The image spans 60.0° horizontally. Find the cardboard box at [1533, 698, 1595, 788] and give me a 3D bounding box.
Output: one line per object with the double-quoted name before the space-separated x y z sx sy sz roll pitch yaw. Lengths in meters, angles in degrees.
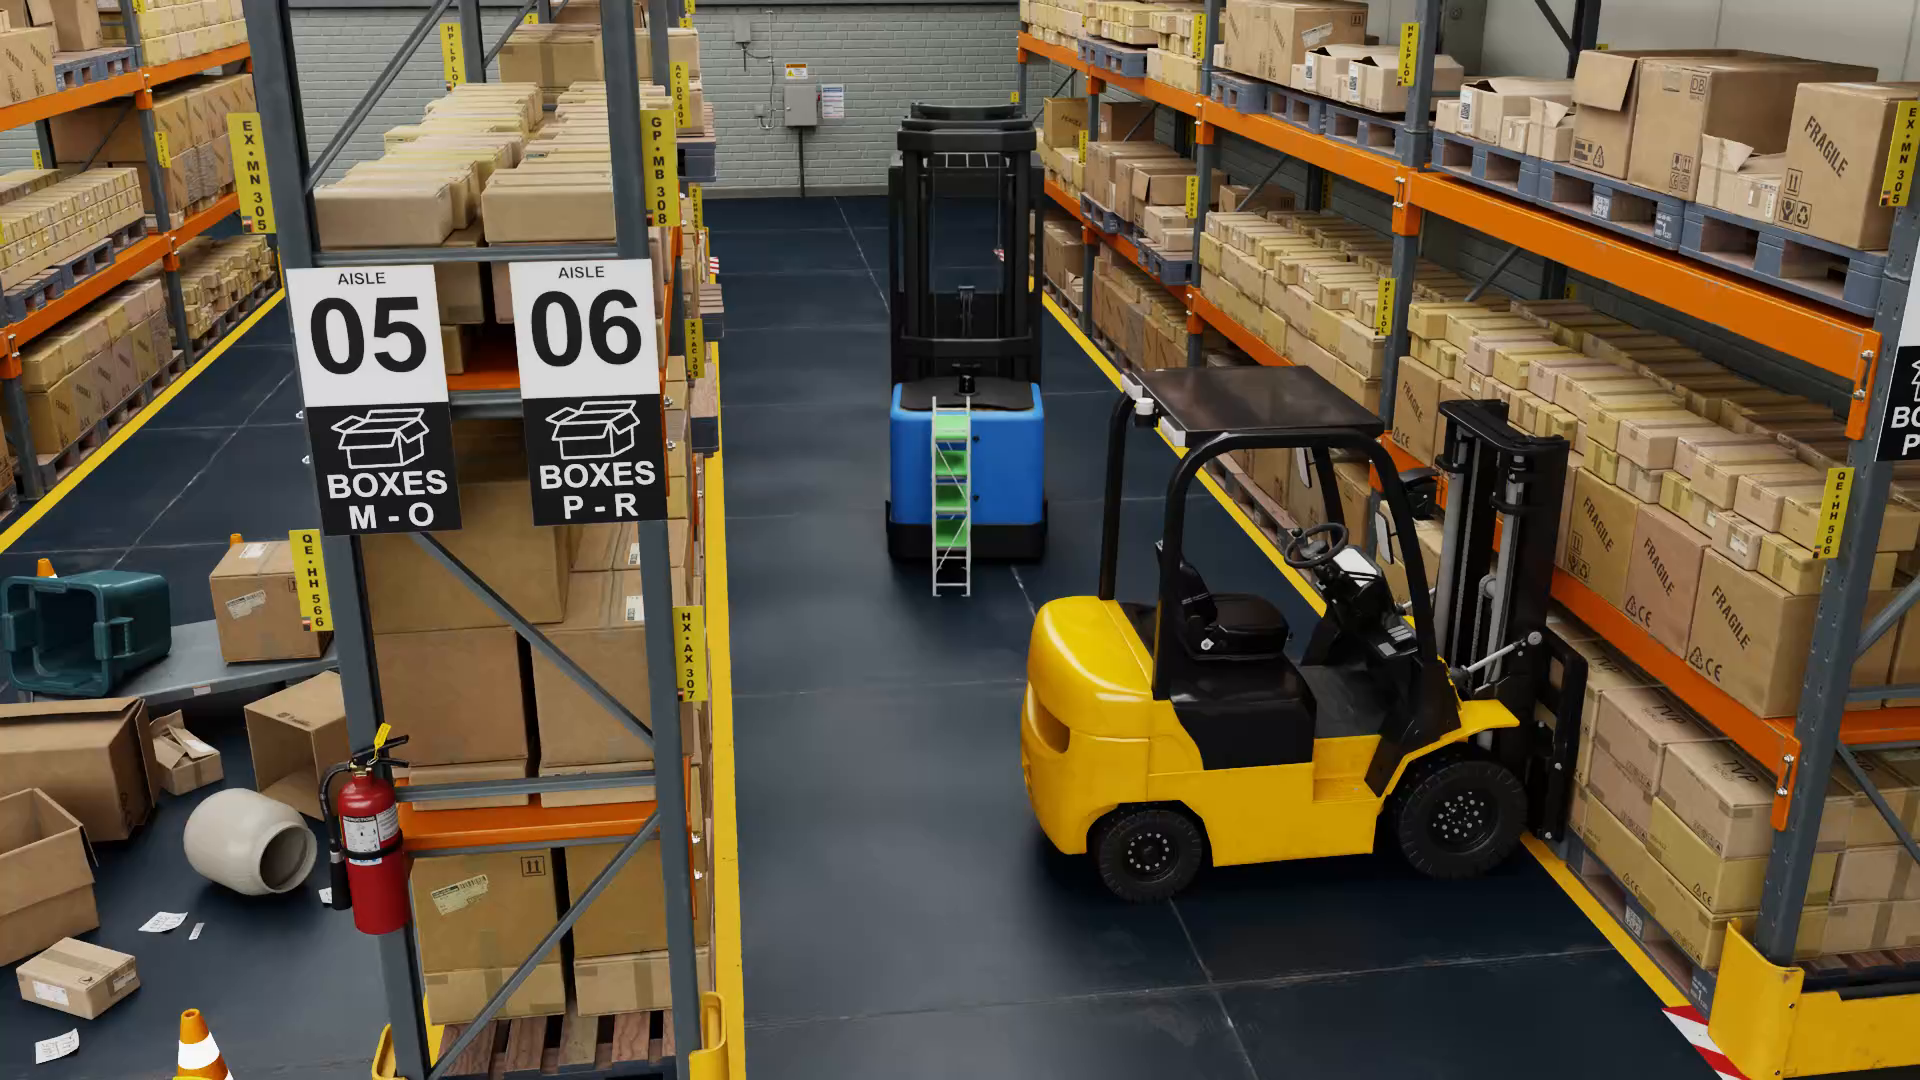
"cardboard box" 2.986 0.893 7.653 0.500 0.250 0.500 -3 21 -9

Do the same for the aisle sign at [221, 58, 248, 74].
"aisle sign" -8.292 -5.721 19.032 0.394 0.787 0.004 -3 21 -8

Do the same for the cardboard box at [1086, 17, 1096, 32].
"cardboard box" 1.443 -5.022 16.204 0.380 0.149 0.250 -3 21 -7

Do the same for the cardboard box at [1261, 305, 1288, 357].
"cardboard box" 2.414 -1.461 11.555 0.500 0.250 0.500 -2 21 -6

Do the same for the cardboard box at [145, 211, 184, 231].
"cardboard box" -7.719 -3.075 16.021 0.380 0.149 0.250 -2 21 -6

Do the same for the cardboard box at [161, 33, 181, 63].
"cardboard box" -7.889 -4.760 16.100 0.500 0.250 0.500 -3 21 -9

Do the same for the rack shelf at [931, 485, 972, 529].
"rack shelf" -0.056 -0.222 10.777 0.258 0.148 0.480 0 20 0

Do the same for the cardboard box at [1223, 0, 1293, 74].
"cardboard box" 2.233 -3.662 12.060 0.500 0.500 0.500 -3 21 -7

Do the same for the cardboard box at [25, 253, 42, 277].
"cardboard box" -7.368 -2.124 12.873 0.380 0.149 0.250 -2 21 -5

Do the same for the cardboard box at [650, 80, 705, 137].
"cardboard box" -1.653 -2.347 9.040 0.500 0.250 0.500 -3 21 -9

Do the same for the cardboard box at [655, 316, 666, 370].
"cardboard box" -1.115 -0.627 5.179 0.380 0.149 0.250 -3 21 -8

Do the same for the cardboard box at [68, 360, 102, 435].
"cardboard box" -7.351 -1.151 13.482 0.500 0.500 0.500 -3 21 -7

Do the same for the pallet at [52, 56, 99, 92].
"pallet" -7.866 -3.817 13.631 1.213 0.211 1.003 -3 21 -8

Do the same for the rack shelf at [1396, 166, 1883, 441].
"rack shelf" 3.235 -1.220 7.437 1.077 0.370 4.000 -3 21 -8

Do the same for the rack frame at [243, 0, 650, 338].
"rack frame" -1.389 -2.018 4.259 1.000 3.000 0.127 -3 21 -8

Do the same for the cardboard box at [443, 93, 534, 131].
"cardboard box" -2.147 -1.948 7.577 0.380 0.149 0.250 -4 21 -10

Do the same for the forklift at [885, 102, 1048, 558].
"forklift" 0.043 -1.715 12.120 1.130 2.935 3.031 0 20 0

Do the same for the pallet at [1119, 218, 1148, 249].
"pallet" 2.085 -2.813 15.234 1.003 0.211 1.213 -3 21 -8

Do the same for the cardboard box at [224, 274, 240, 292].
"cardboard box" -7.970 -2.753 17.849 0.380 0.149 0.250 -3 21 -7

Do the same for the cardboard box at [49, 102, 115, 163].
"cardboard box" -8.337 -3.882 15.825 0.500 0.500 0.500 -4 21 -10

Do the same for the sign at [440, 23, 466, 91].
"sign" -2.514 -2.395 8.254 0.100 0.325 0.005 -3 21 -8

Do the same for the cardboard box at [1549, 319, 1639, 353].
"cardboard box" 3.338 -1.059 8.770 0.380 0.149 0.250 -3 21 -8

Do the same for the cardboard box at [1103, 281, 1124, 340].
"cardboard box" 1.727 -2.277 16.499 0.500 0.500 0.500 -3 21 -8

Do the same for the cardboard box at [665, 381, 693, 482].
"cardboard box" -1.574 -0.460 8.092 0.500 0.500 0.500 -2 21 -6

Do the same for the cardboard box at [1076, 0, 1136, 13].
"cardboard box" 1.482 -5.485 16.903 0.500 0.250 0.500 -3 21 -8

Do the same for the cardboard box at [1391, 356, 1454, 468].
"cardboard box" 2.752 -0.724 9.226 0.500 0.500 0.500 -3 21 -9

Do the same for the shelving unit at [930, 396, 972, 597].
"shelving unit" -0.056 -0.282 10.755 0.258 1.200 0.503 0 20 0

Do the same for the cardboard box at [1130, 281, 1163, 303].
"cardboard box" 1.832 -2.357 15.786 0.380 0.149 0.250 -2 21 -6

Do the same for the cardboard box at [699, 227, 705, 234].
"cardboard box" -3.501 -3.521 19.917 0.875 0.438 0.875 -4 21 -10

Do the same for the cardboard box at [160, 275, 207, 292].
"cardboard box" -7.973 -2.620 17.069 0.380 0.149 0.250 -3 21 -9

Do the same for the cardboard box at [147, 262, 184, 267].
"cardboard box" -8.499 -2.867 17.730 0.380 0.149 0.250 -3 21 -8

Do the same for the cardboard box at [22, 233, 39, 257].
"cardboard box" -7.379 -2.275 12.854 0.380 0.149 0.250 -4 21 -9

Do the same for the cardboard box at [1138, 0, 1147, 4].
"cardboard box" 1.952 -5.187 16.220 0.380 0.149 0.250 -3 21 -9

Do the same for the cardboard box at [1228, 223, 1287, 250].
"cardboard box" 2.226 -2.275 12.450 0.380 0.149 0.250 -2 21 -6

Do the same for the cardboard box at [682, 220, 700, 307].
"cardboard box" -2.042 -1.864 11.252 0.500 0.500 0.500 -4 21 -11

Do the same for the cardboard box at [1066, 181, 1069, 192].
"cardboard box" 1.366 -3.864 18.134 0.380 0.149 0.250 -2 21 -6

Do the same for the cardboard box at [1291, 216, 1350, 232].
"cardboard box" 2.765 -2.393 12.765 0.380 0.149 0.250 -2 21 -6

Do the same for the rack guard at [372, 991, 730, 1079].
"rack guard" -1.399 1.937 5.816 1.175 0.500 0.348 -3 21 -8

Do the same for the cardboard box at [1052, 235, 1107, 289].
"cardboard box" 1.445 -3.151 18.838 0.700 0.500 0.500 -4 21 -10

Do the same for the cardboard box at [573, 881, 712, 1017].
"cardboard box" -1.231 1.590 6.501 0.500 0.250 0.500 -3 21 -8

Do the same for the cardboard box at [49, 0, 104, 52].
"cardboard box" -8.056 -4.590 14.688 0.700 0.500 0.500 -3 21 -8

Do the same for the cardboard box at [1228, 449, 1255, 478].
"cardboard box" 2.548 -0.871 12.555 0.875 0.625 0.625 -2 21 -6

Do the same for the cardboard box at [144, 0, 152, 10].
"cardboard box" -7.811 -5.043 15.574 0.380 0.149 0.250 -4 21 -10

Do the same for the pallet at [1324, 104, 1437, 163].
"pallet" 2.806 -2.465 10.015 0.805 0.209 1.217 -4 21 -10

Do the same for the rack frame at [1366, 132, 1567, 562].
"rack frame" 2.946 -0.844 9.690 1.000 3.000 0.127 -3 21 -8

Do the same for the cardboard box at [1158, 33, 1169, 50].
"cardboard box" 1.921 -4.309 14.322 0.380 0.149 0.250 -2 21 -6

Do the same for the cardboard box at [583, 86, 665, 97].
"cardboard box" -1.590 -2.069 7.901 0.380 0.149 0.250 -3 21 -9

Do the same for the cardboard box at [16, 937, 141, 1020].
"cardboard box" -3.576 1.776 6.749 0.380 0.149 0.250 8 22 20

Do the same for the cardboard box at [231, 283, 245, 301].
"cardboard box" -8.040 -2.707 18.151 0.380 0.149 0.250 -3 21 -7

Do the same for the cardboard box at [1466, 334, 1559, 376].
"cardboard box" 2.807 -0.941 8.453 0.380 0.149 0.250 -2 21 -7

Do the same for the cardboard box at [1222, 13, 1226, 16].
"cardboard box" 2.434 -4.384 14.100 0.380 0.149 0.250 -3 21 -8

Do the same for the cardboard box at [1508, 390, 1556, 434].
"cardboard box" 2.888 -0.627 8.038 0.380 0.149 0.250 -4 21 -9

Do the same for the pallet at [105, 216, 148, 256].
"pallet" -8.036 -2.716 14.976 1.003 0.211 1.213 -3 21 -8

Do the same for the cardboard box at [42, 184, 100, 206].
"cardboard box" -7.606 -2.948 14.230 0.380 0.149 0.250 -4 21 -10

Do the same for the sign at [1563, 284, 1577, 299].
"sign" 3.495 -1.316 9.601 0.100 0.325 0.005 -3 21 -8
